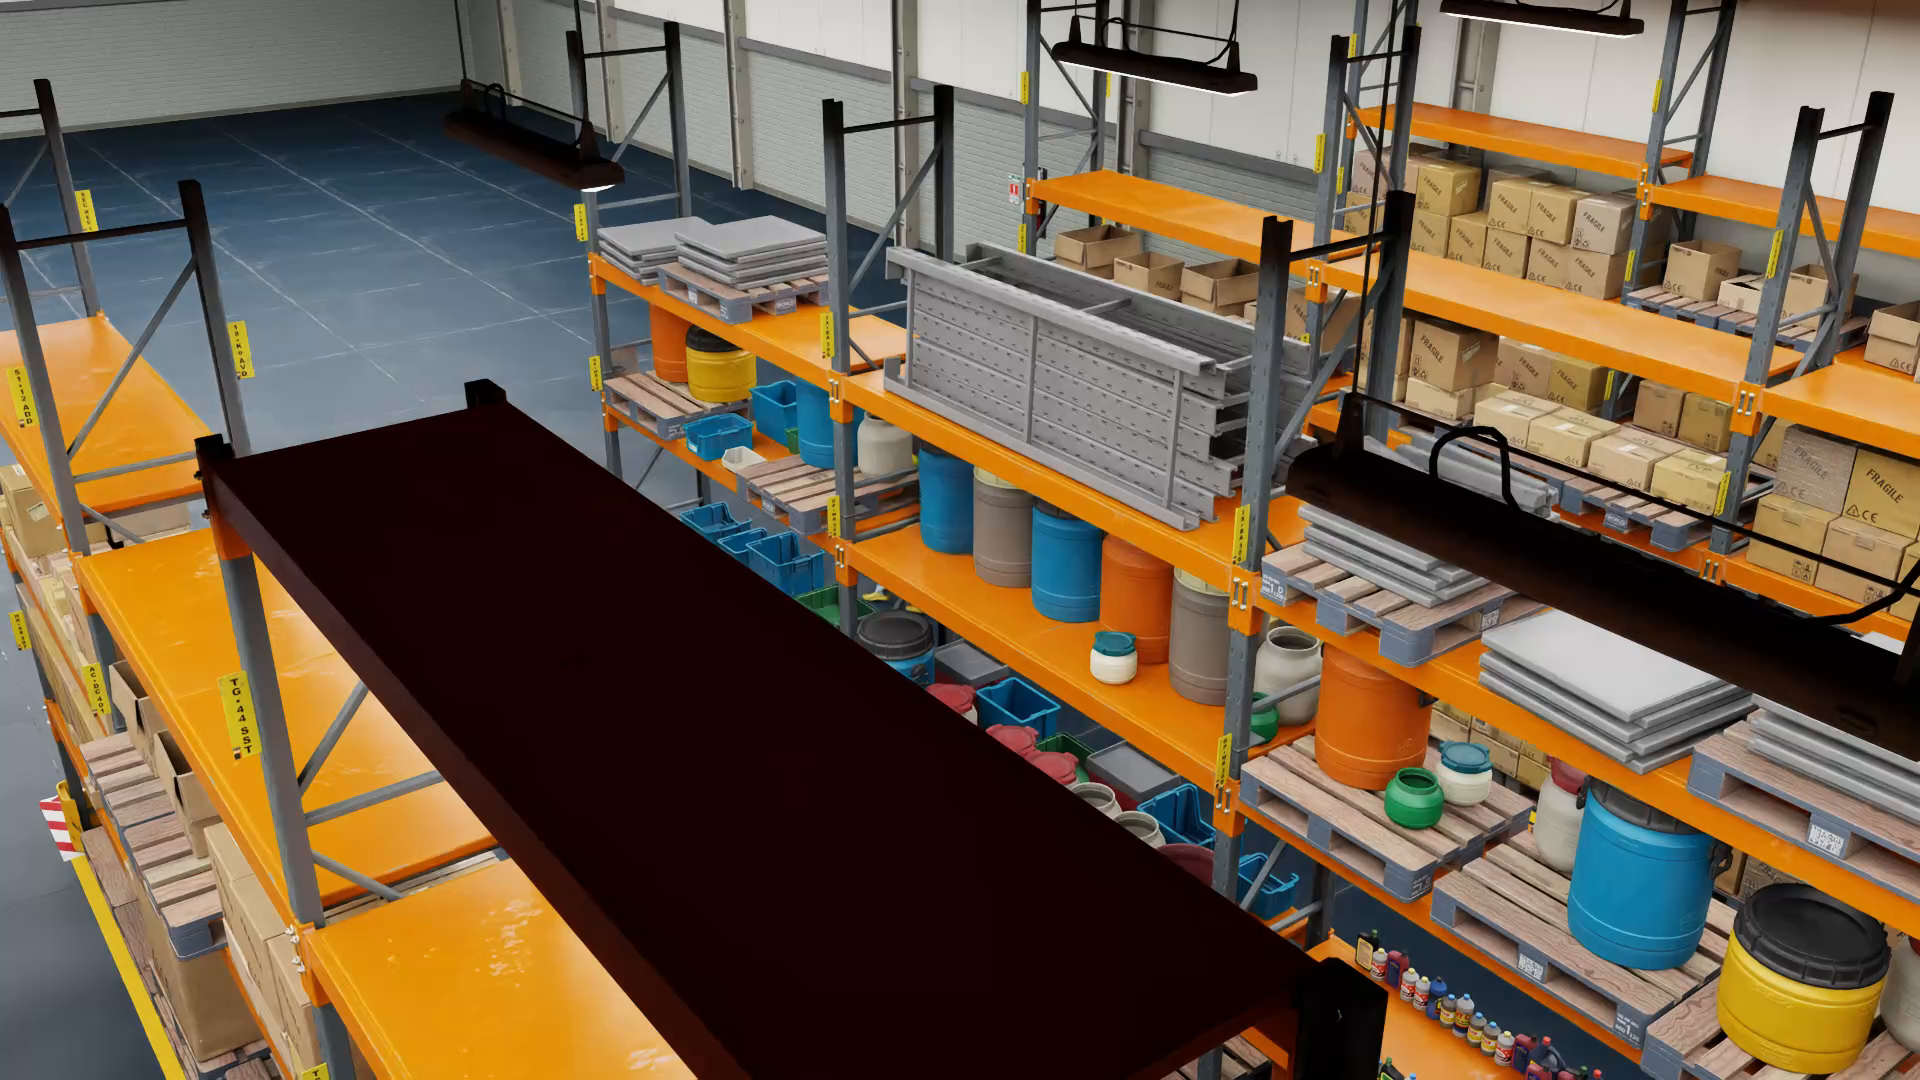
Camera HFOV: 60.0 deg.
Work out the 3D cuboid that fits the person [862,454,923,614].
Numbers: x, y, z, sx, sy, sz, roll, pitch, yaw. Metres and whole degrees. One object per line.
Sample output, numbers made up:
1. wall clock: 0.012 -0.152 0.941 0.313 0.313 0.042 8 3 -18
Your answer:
1. person: -0.659 -0.073 17.106 0.796 1.764 0.599 2 25 4
